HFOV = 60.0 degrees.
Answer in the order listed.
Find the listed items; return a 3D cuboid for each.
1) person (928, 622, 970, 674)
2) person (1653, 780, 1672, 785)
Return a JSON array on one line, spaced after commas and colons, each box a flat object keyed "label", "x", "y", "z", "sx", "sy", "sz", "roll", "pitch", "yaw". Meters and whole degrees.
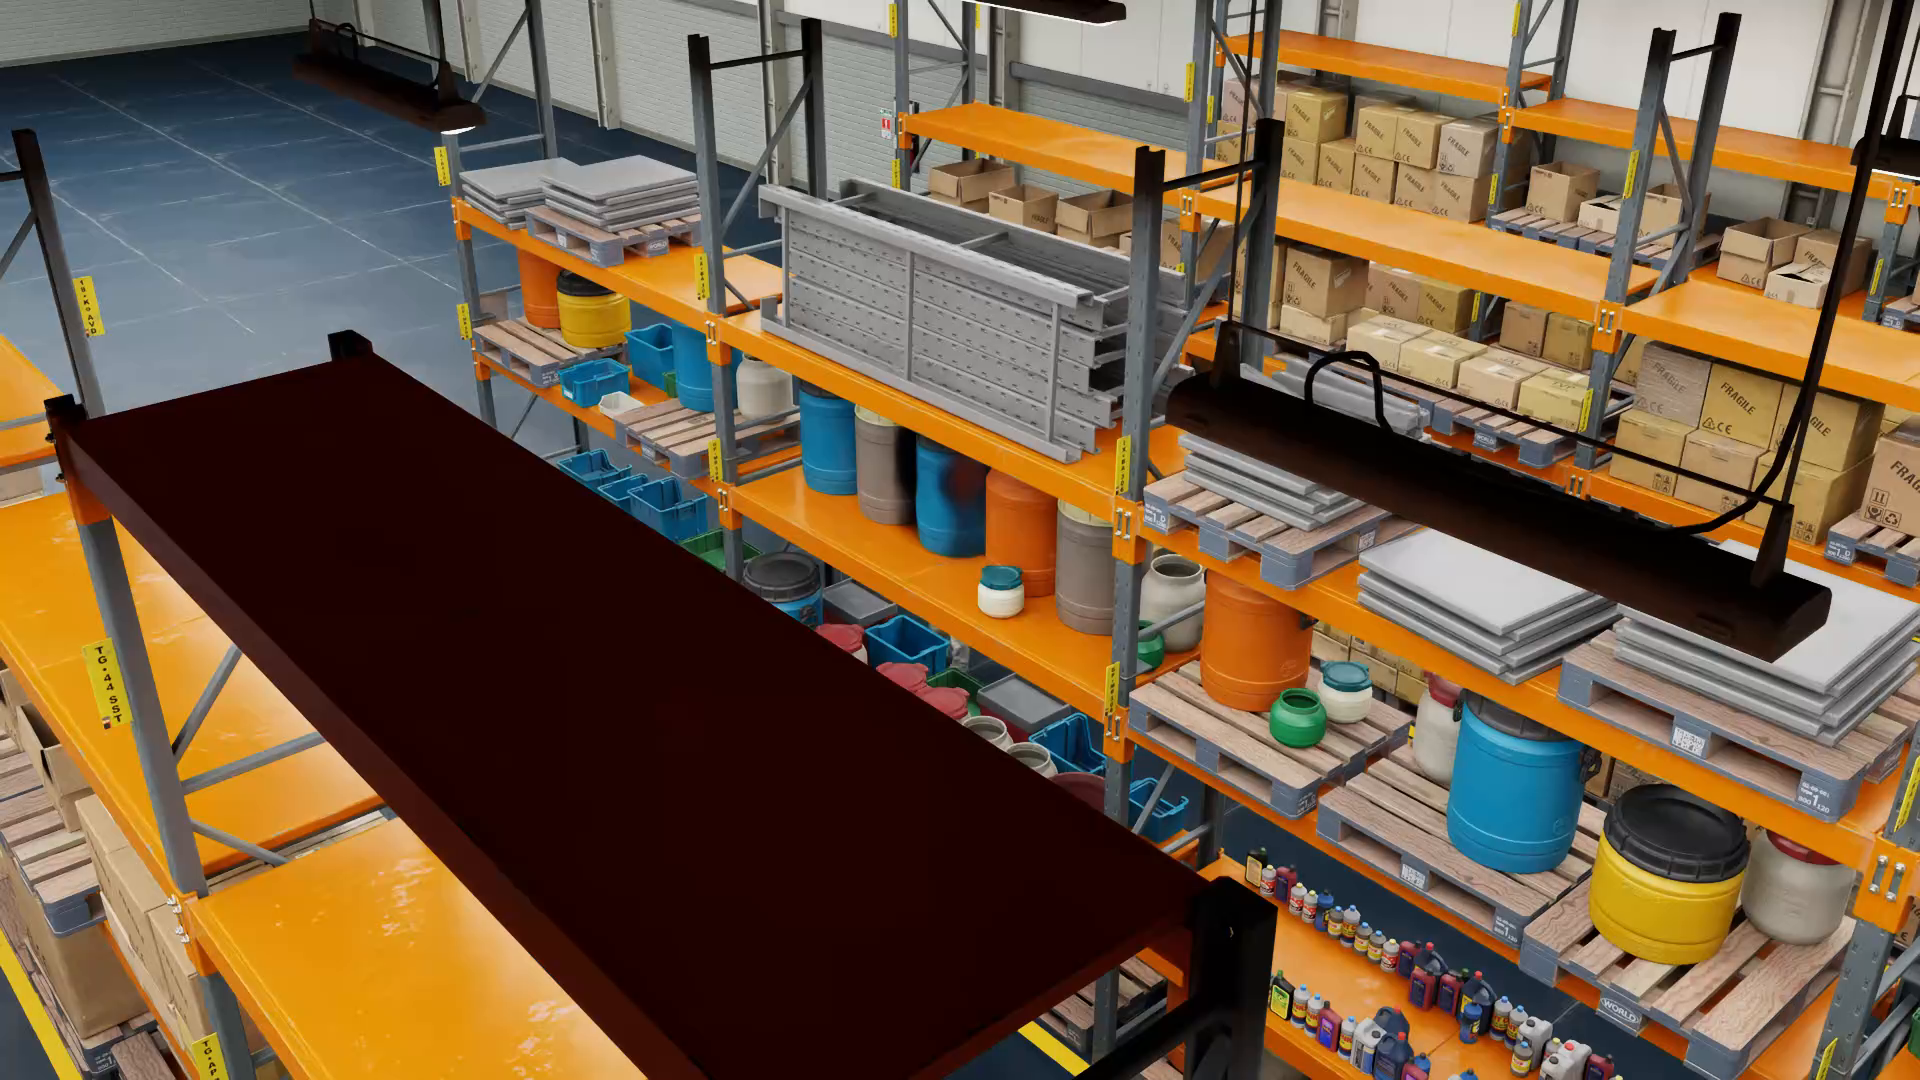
[{"label": "person", "x": -0.084, "y": 0.469, "z": 14.891, "sx": 0.390, "sy": 1.739, "sz": 0.557, "roll": -15, "pitch": 31, "yaw": -27}, {"label": "person", "x": 4.592, "y": 2.321, "z": 11.182, "sx": 0.666, "sy": 1.703, "sz": 0.983, "roll": -21, "pitch": 34, "yaw": -35}]
